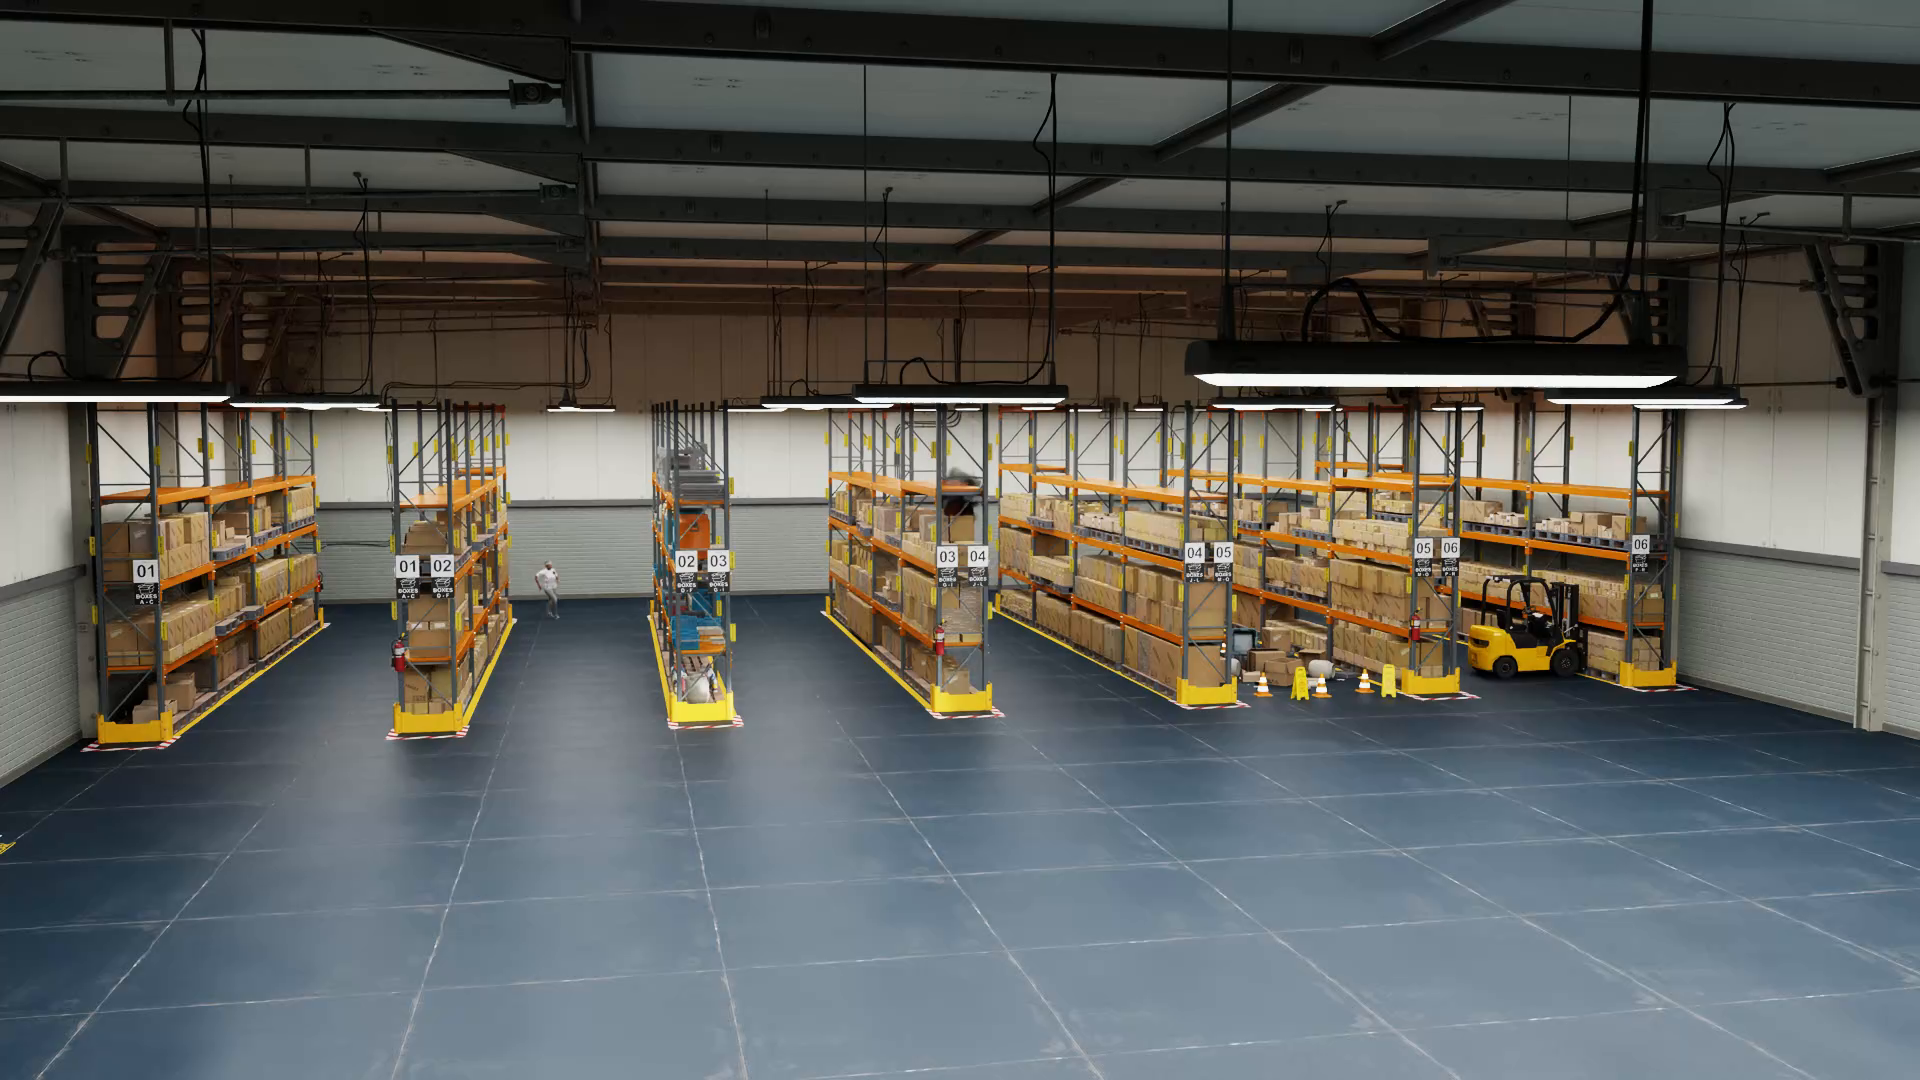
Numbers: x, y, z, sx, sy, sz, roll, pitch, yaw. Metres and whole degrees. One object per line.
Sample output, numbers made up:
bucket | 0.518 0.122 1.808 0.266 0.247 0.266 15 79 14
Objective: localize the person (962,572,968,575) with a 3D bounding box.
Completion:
person | 0.005 1.263 48.827 0.630 1.621 0.738 2 5 28

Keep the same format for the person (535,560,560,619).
person | -11.521 1.395 46.575 0.715 1.711 0.637 3 5 34

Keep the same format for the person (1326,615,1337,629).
person | 9.516 1.673 42.481 0.581 1.646 0.958 -1 4 -16
